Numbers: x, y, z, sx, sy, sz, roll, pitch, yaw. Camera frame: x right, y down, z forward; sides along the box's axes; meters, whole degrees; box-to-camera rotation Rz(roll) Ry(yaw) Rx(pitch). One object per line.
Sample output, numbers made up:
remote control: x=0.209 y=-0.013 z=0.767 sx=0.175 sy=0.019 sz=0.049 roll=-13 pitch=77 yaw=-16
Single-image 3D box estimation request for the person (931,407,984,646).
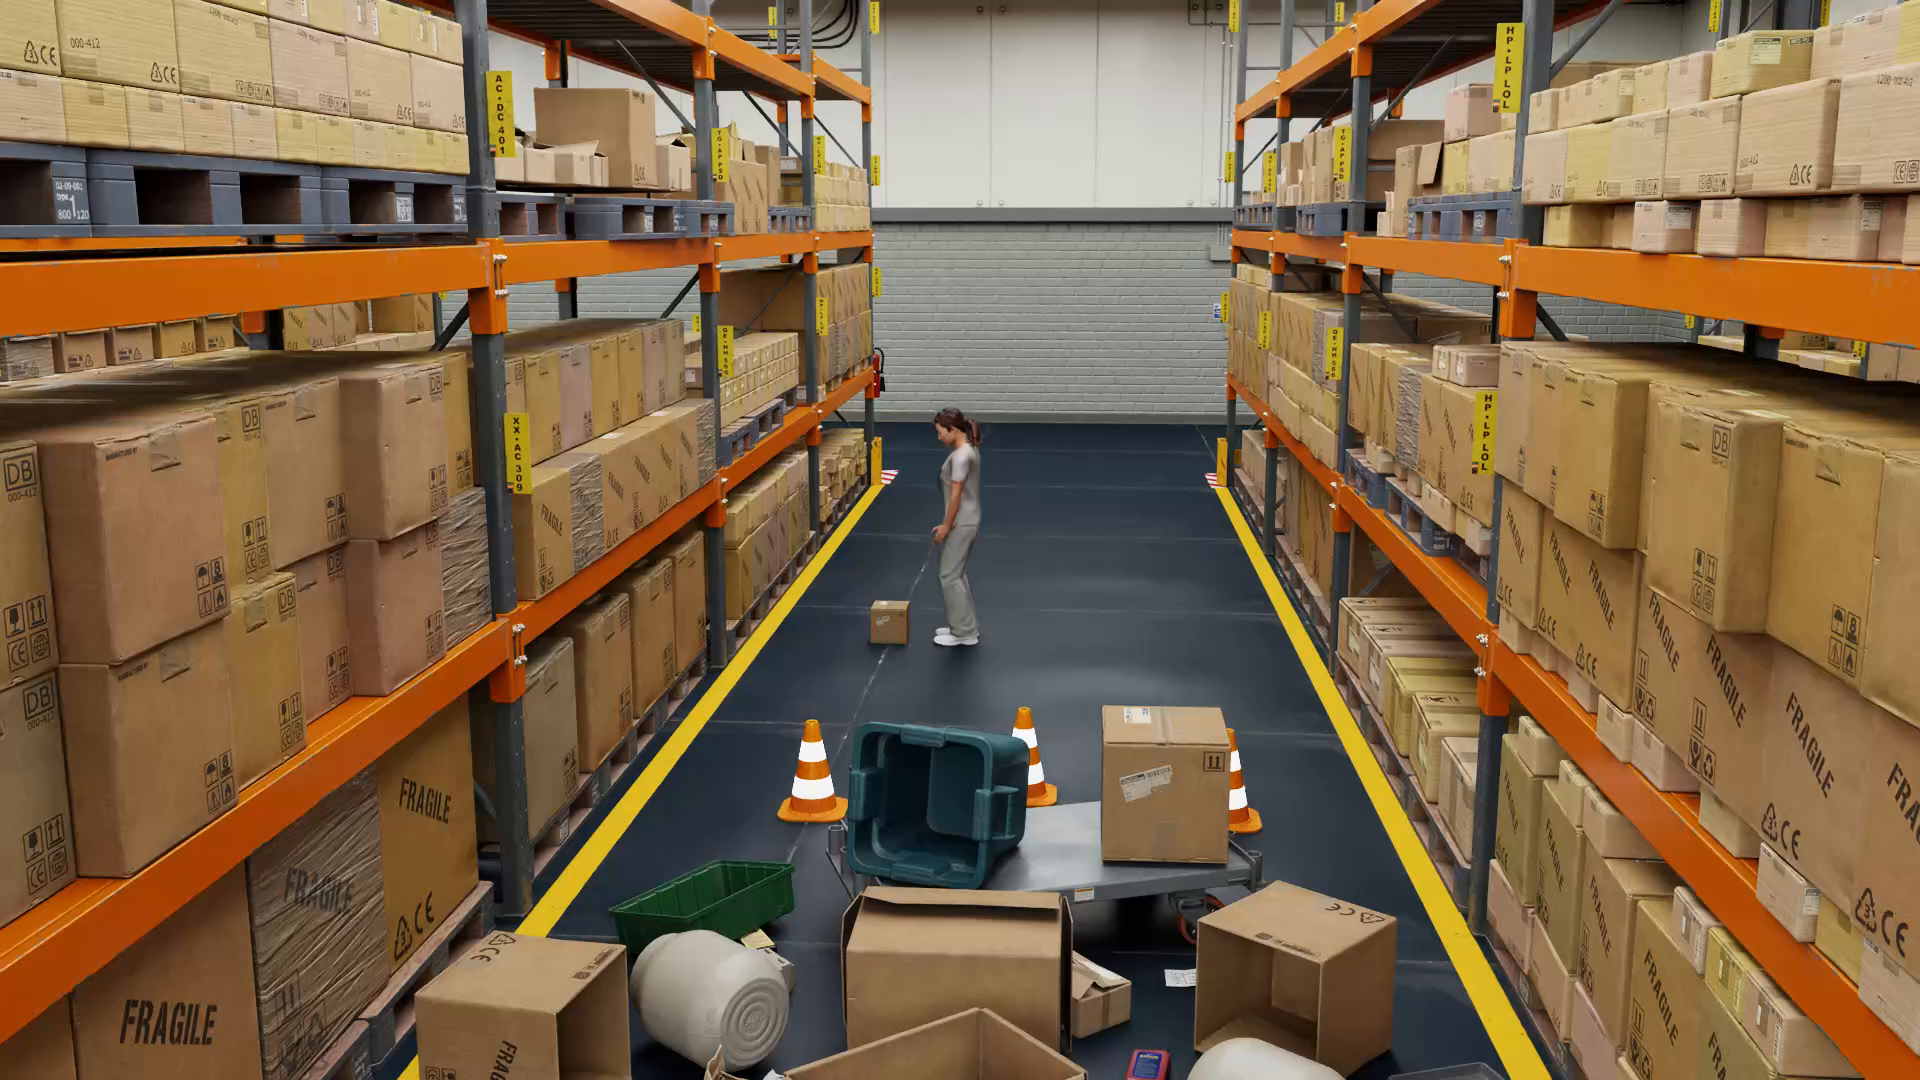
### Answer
person: x=-0.018 y=-0.097 z=11.513 sx=0.336 sy=1.658 sz=0.450 roll=1 pitch=11 yaw=5
